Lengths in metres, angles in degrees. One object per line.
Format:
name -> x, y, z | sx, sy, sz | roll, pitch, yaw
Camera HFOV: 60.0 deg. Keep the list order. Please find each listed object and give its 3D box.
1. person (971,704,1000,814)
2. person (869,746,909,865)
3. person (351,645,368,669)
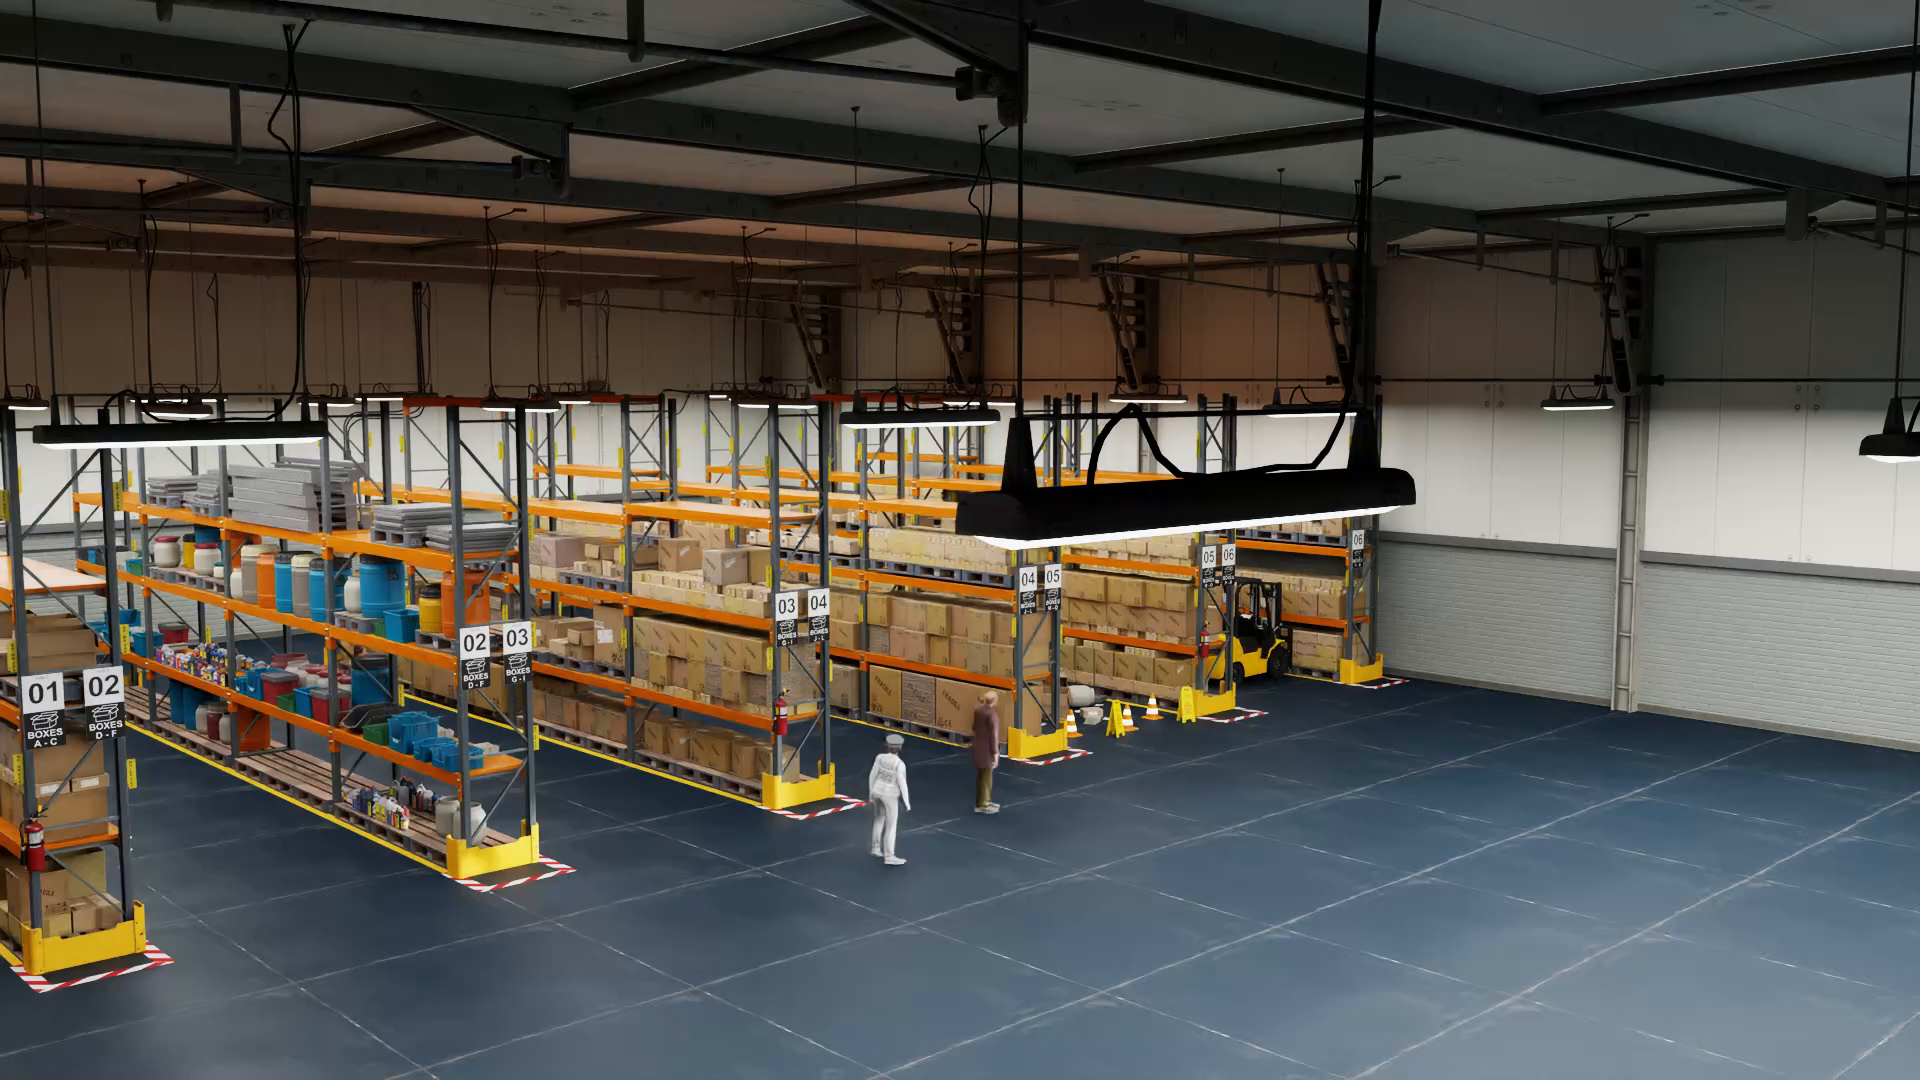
person -> 0.380, 3.192, 24.383 | 0.439, 1.607, 0.612 | -3, 6, -25
person -> -0.960, 3.423, 21.860 | 0.615, 1.688, 0.382 | 5, 7, 42
person -> -10.650, 2.658, 29.521 | 0.840, 1.626, 0.406 | 5, 8, 43
